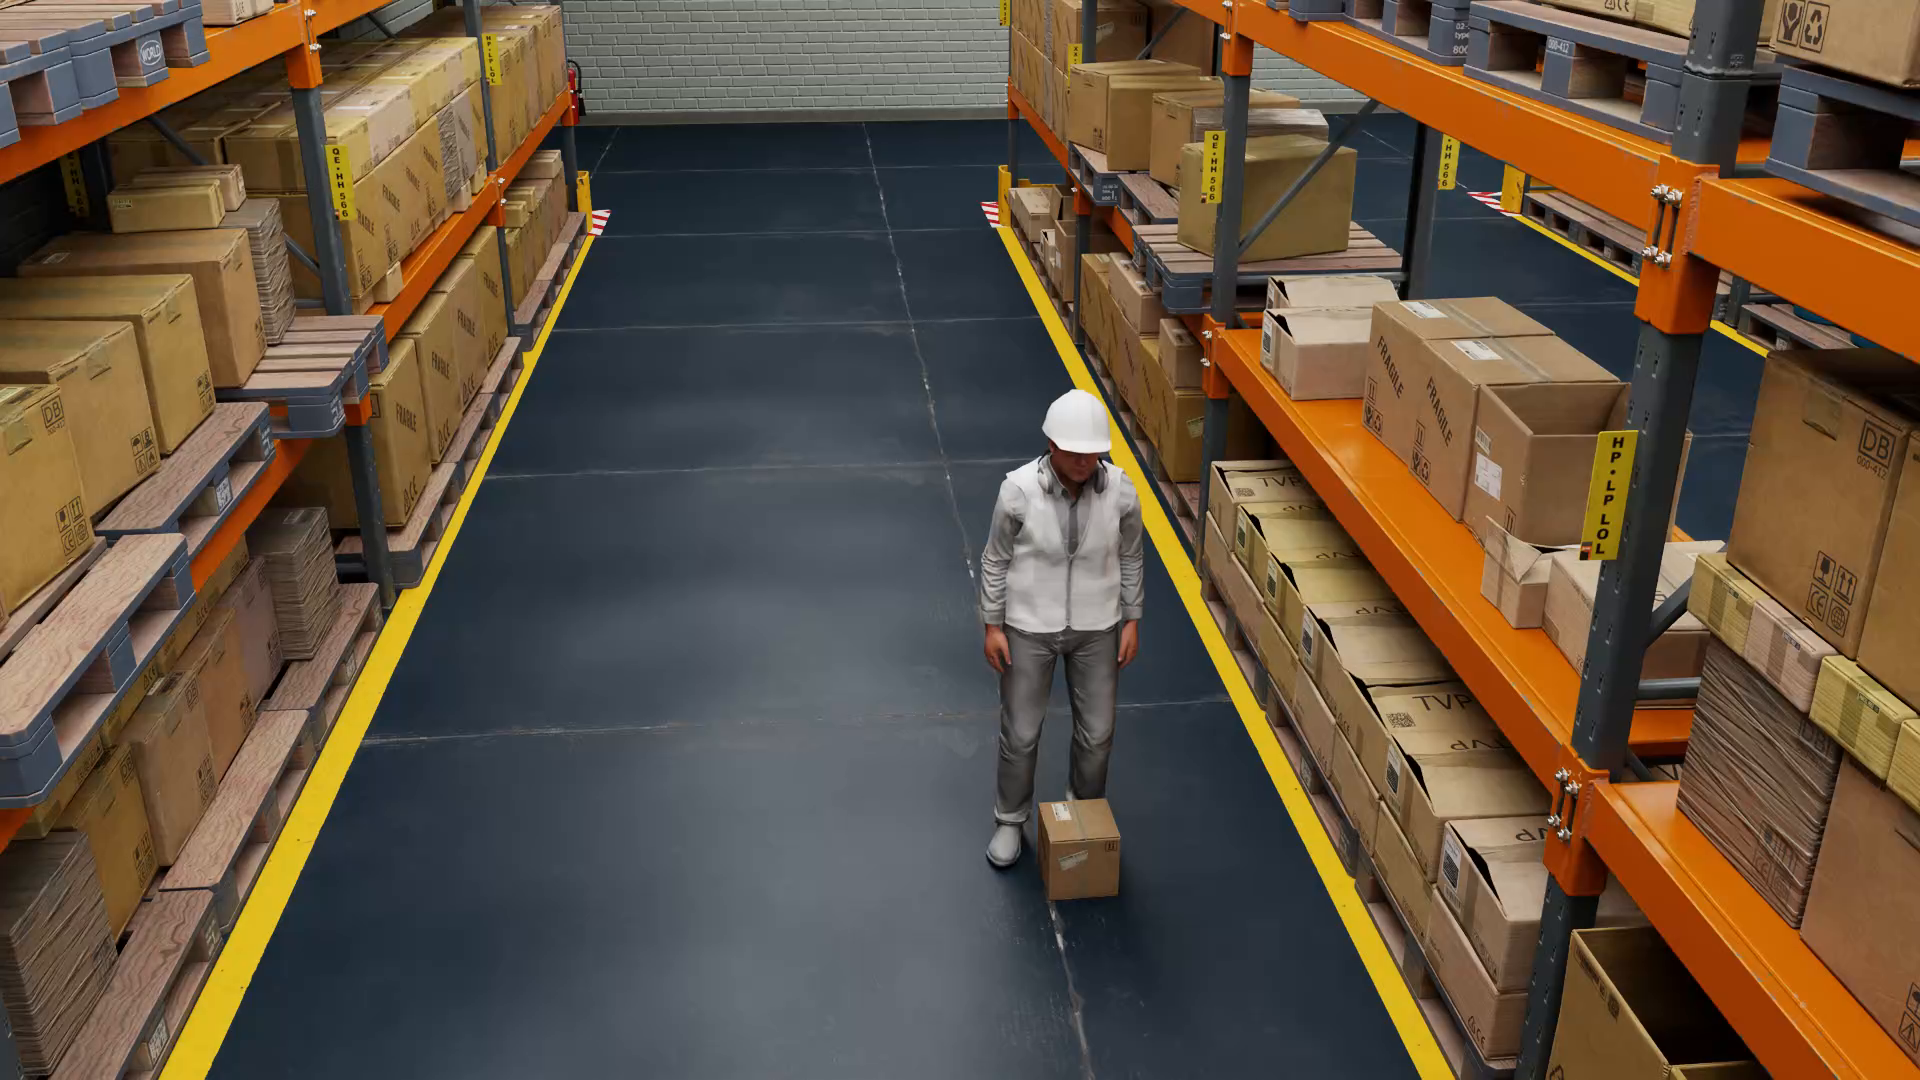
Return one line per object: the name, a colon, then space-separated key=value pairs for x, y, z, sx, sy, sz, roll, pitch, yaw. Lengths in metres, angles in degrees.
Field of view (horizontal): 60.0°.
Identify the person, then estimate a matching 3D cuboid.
person: x=0.361 y=0.303 z=5.872 sx=0.578 sy=1.770 sz=0.462 roll=-3 pitch=24 yaw=-6
